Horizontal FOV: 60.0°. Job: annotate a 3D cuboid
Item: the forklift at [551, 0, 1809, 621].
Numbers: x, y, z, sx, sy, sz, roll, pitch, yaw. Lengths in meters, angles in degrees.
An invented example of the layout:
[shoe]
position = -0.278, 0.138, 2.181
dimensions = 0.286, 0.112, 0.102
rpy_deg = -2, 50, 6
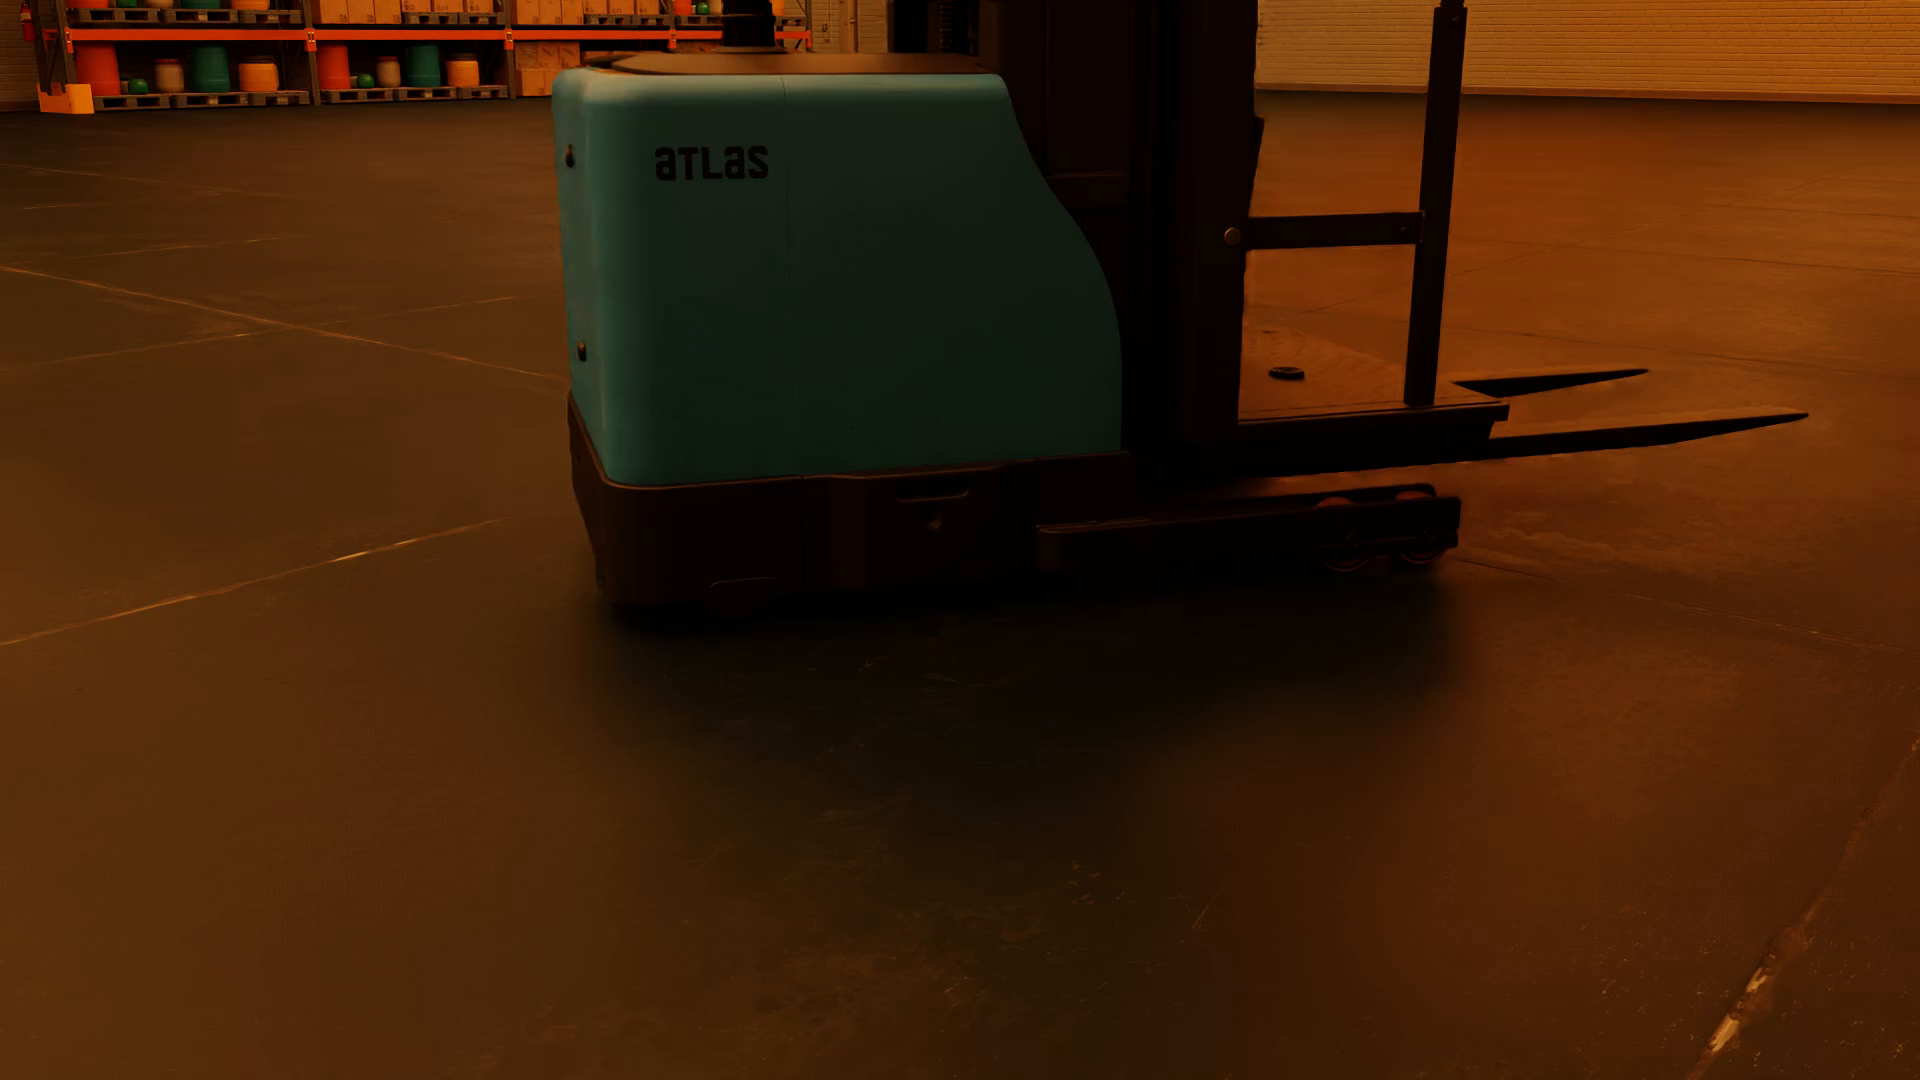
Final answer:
[forklift]
position = 0.618, -1.472, 3.744
dimensions = 3.031, 2.935, 1.130
rpy_deg = -5, 18, -17
